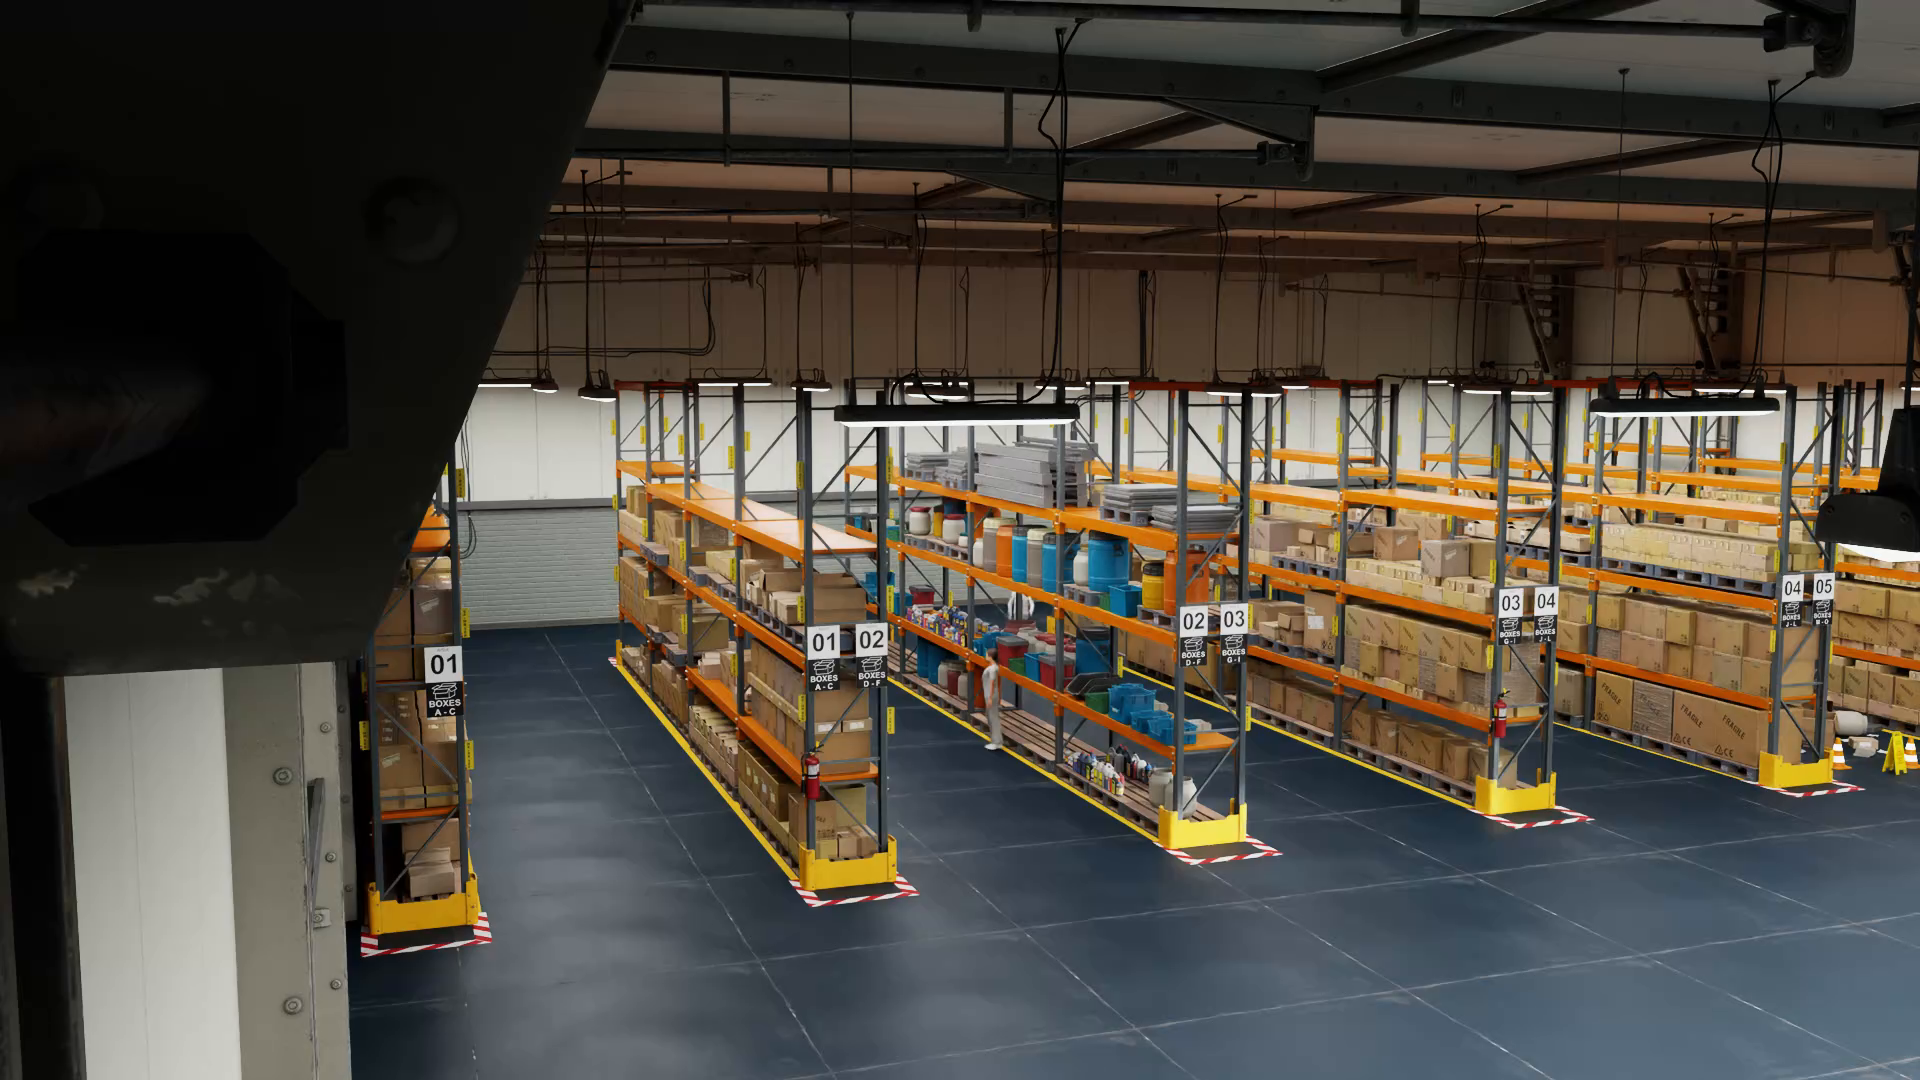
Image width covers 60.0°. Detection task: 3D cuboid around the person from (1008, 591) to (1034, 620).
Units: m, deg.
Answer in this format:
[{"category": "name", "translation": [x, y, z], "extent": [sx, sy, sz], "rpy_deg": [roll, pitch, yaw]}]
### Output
[{"category": "person", "translation": [1.371, 1.667, 36.542], "extent": [0.516, 1.700, 0.897], "rpy_deg": [-2, 6, -19]}]

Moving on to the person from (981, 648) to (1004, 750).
[{"category": "person", "translation": [0.532, 2.621, 27.352], "extent": [0.374, 1.709, 0.536], "rpy_deg": [0, 6, 0]}]
